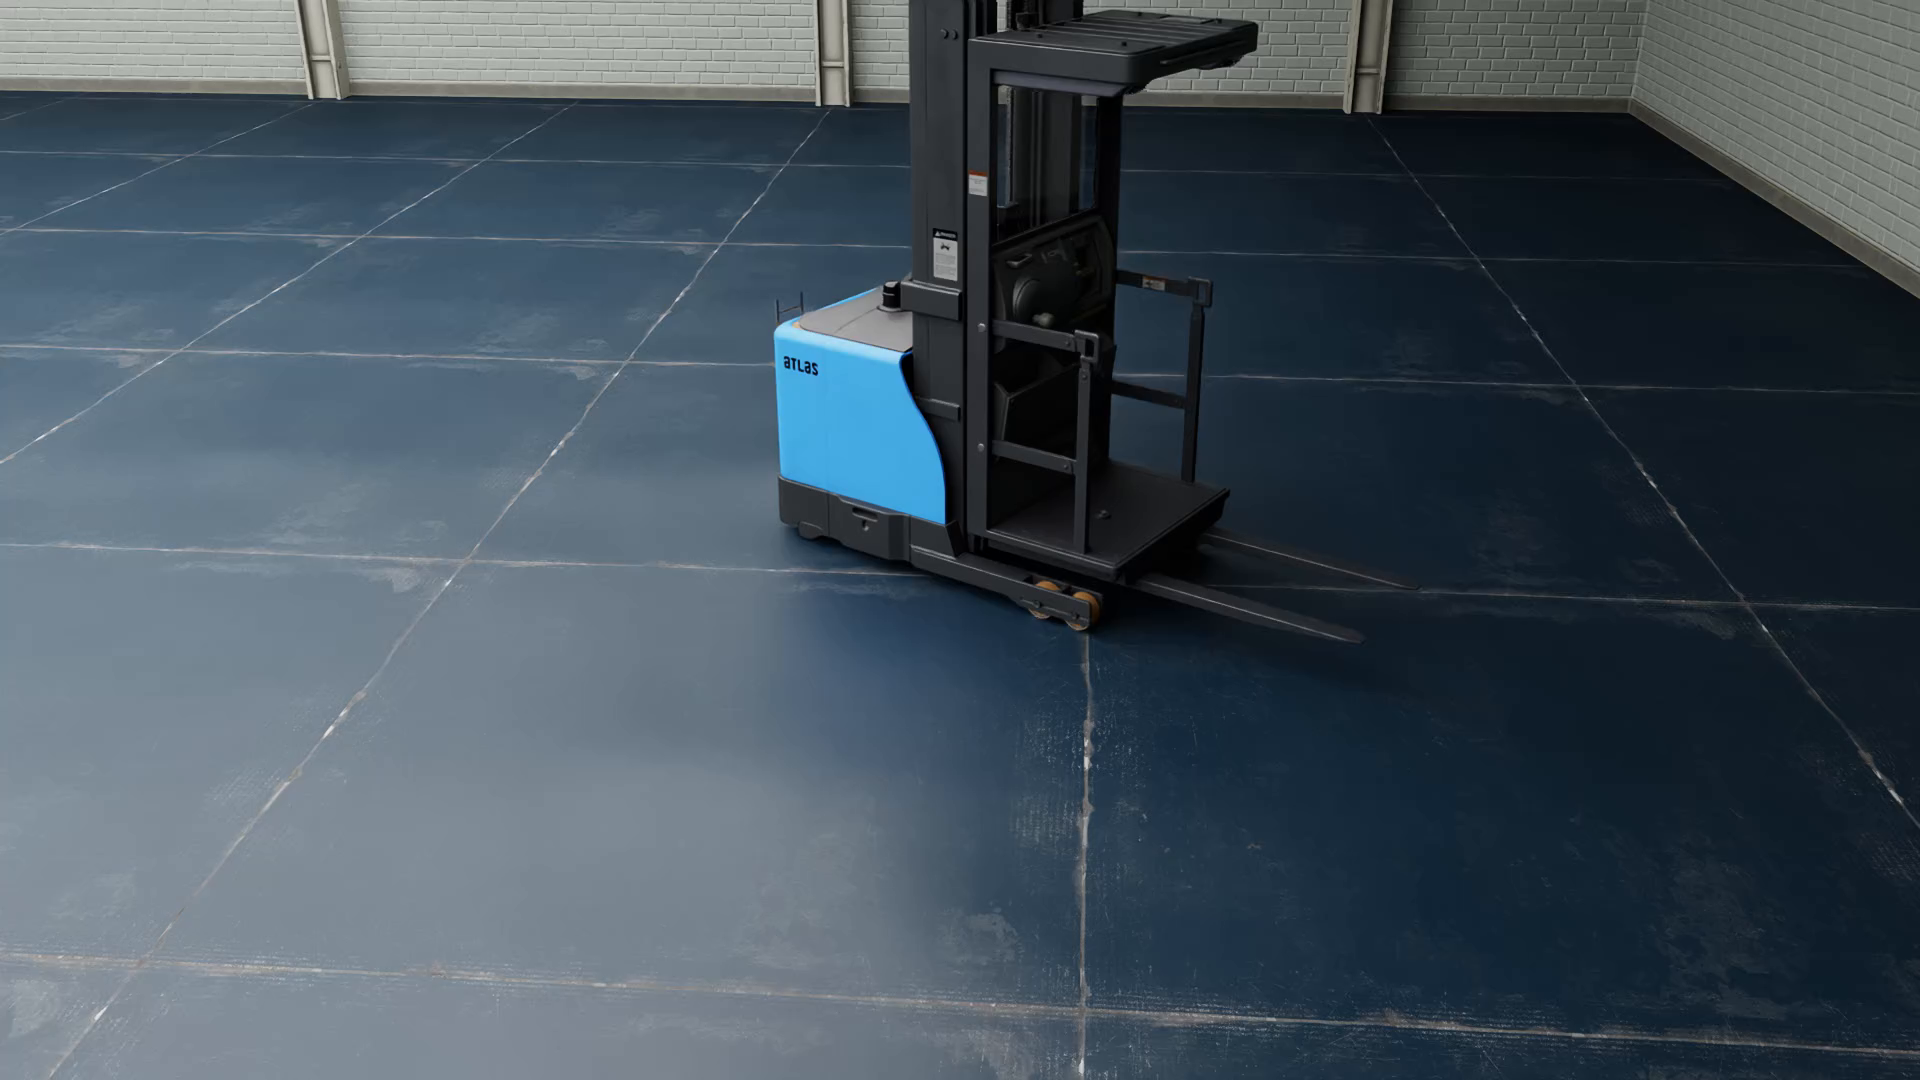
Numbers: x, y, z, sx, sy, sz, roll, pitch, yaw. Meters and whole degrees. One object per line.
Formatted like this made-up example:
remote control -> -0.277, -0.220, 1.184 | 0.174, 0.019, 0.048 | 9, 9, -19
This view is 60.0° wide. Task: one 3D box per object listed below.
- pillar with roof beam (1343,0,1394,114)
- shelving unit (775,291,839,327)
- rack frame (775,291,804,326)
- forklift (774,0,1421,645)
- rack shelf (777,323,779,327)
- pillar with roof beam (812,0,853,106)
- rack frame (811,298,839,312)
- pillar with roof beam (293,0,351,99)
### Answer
pillar with roof beam -> 4.209, -7.137, 12.996 | 0.400, 9.000, 9.100 | 2, 25, 4
shelving unit -> -0.761, -0.733, 8.579 | 0.252, 1.050, 0.215 | 16, 29, 34
rack frame -> -0.858, -0.761, 8.647 | 0.008, 1.050, 0.200 | 16, 29, 34
forklift -> 0.595, -1.184, 7.317 | 3.031, 2.935, 1.130 | 16, 29, 32
rack shelf -> -0.766, -0.982, 8.468 | 0.240, 0.259, 0.215 | 16, 29, 34
pillar with roof beam -> -1.773, -7.329, 13.413 | 0.400, 9.000, 9.100 | 2, 25, 4
rack frame -> -0.664, -0.705, 8.511 | 0.008, 1.050, 0.200 | 16, 29, 34
pillar with roof beam -> -7.755, -7.521, 13.830 | 0.400, 9.000, 9.100 | 2, 25, 4
